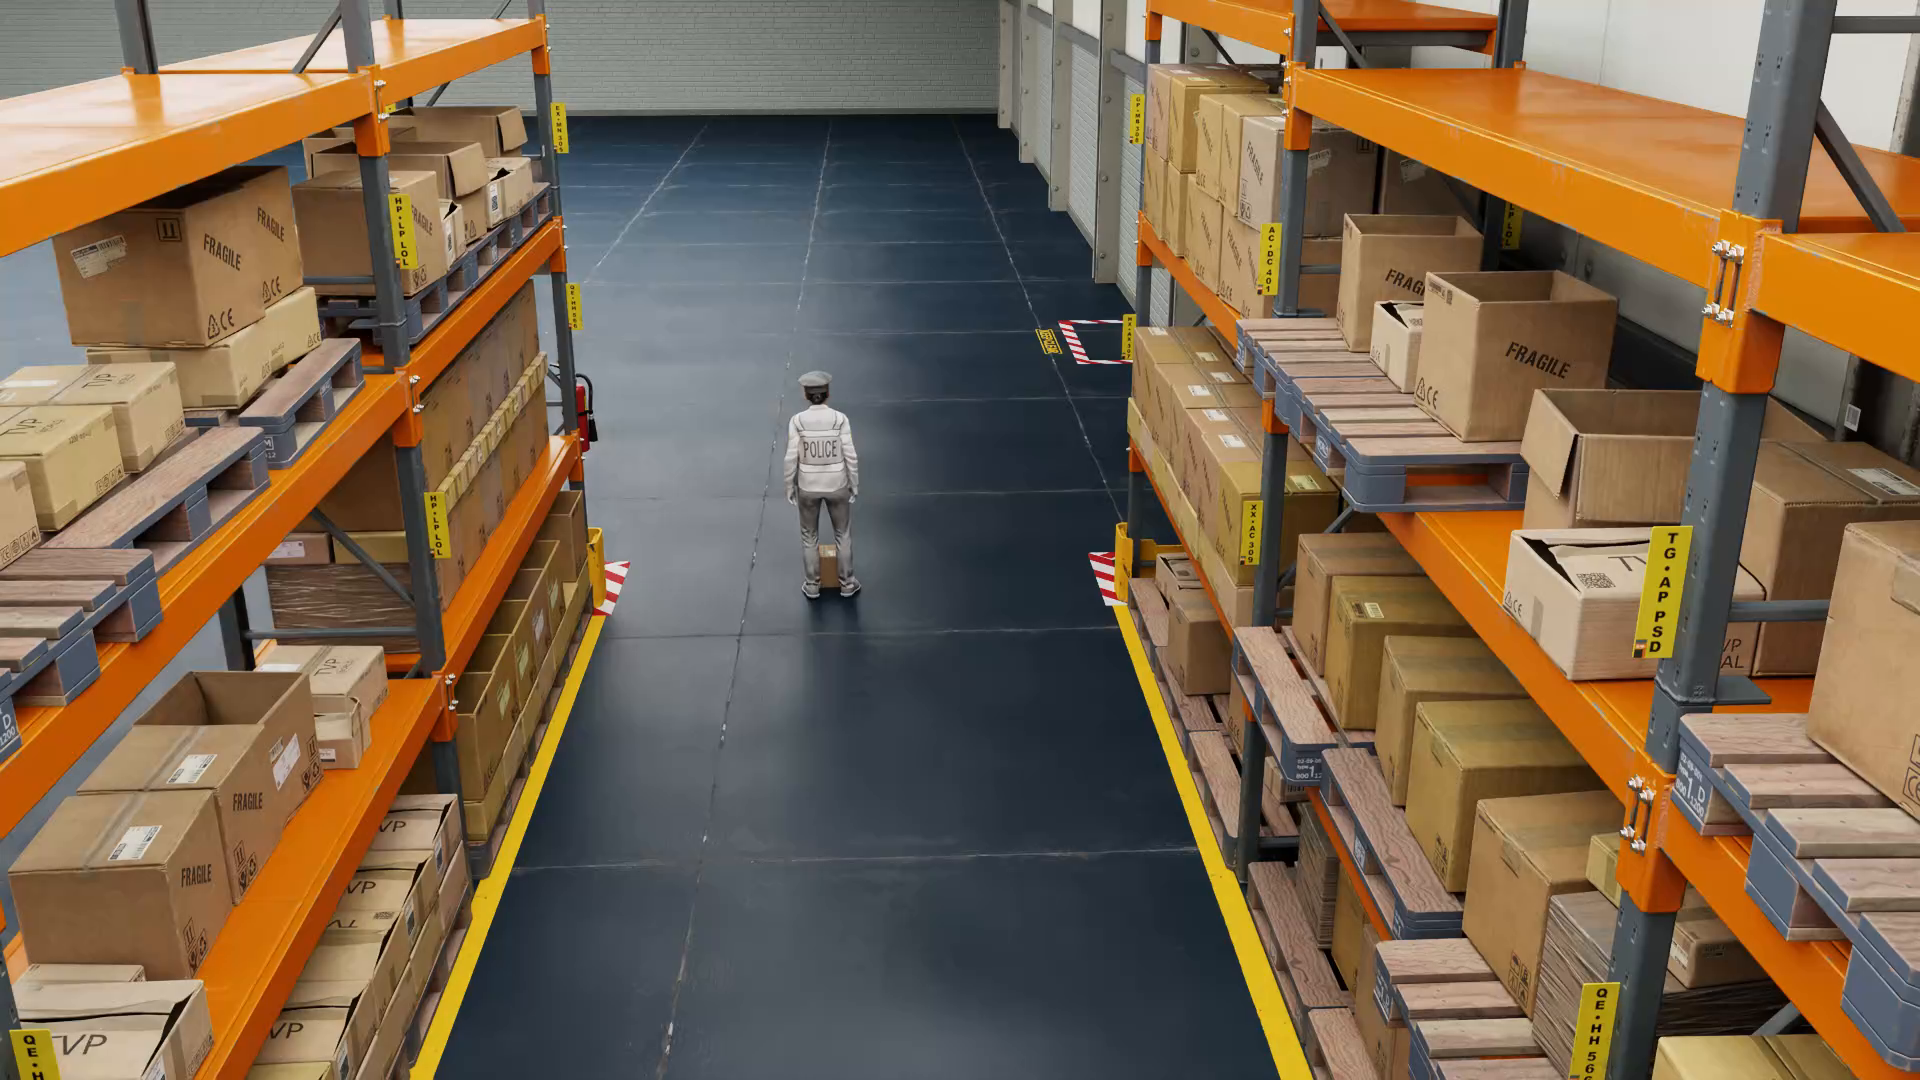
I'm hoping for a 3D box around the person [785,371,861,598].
[{"bbox_3d":[-1.002,-0.381,12.090,0.535,1.663,0.379,-1,21,-4],"label":"person"}]
